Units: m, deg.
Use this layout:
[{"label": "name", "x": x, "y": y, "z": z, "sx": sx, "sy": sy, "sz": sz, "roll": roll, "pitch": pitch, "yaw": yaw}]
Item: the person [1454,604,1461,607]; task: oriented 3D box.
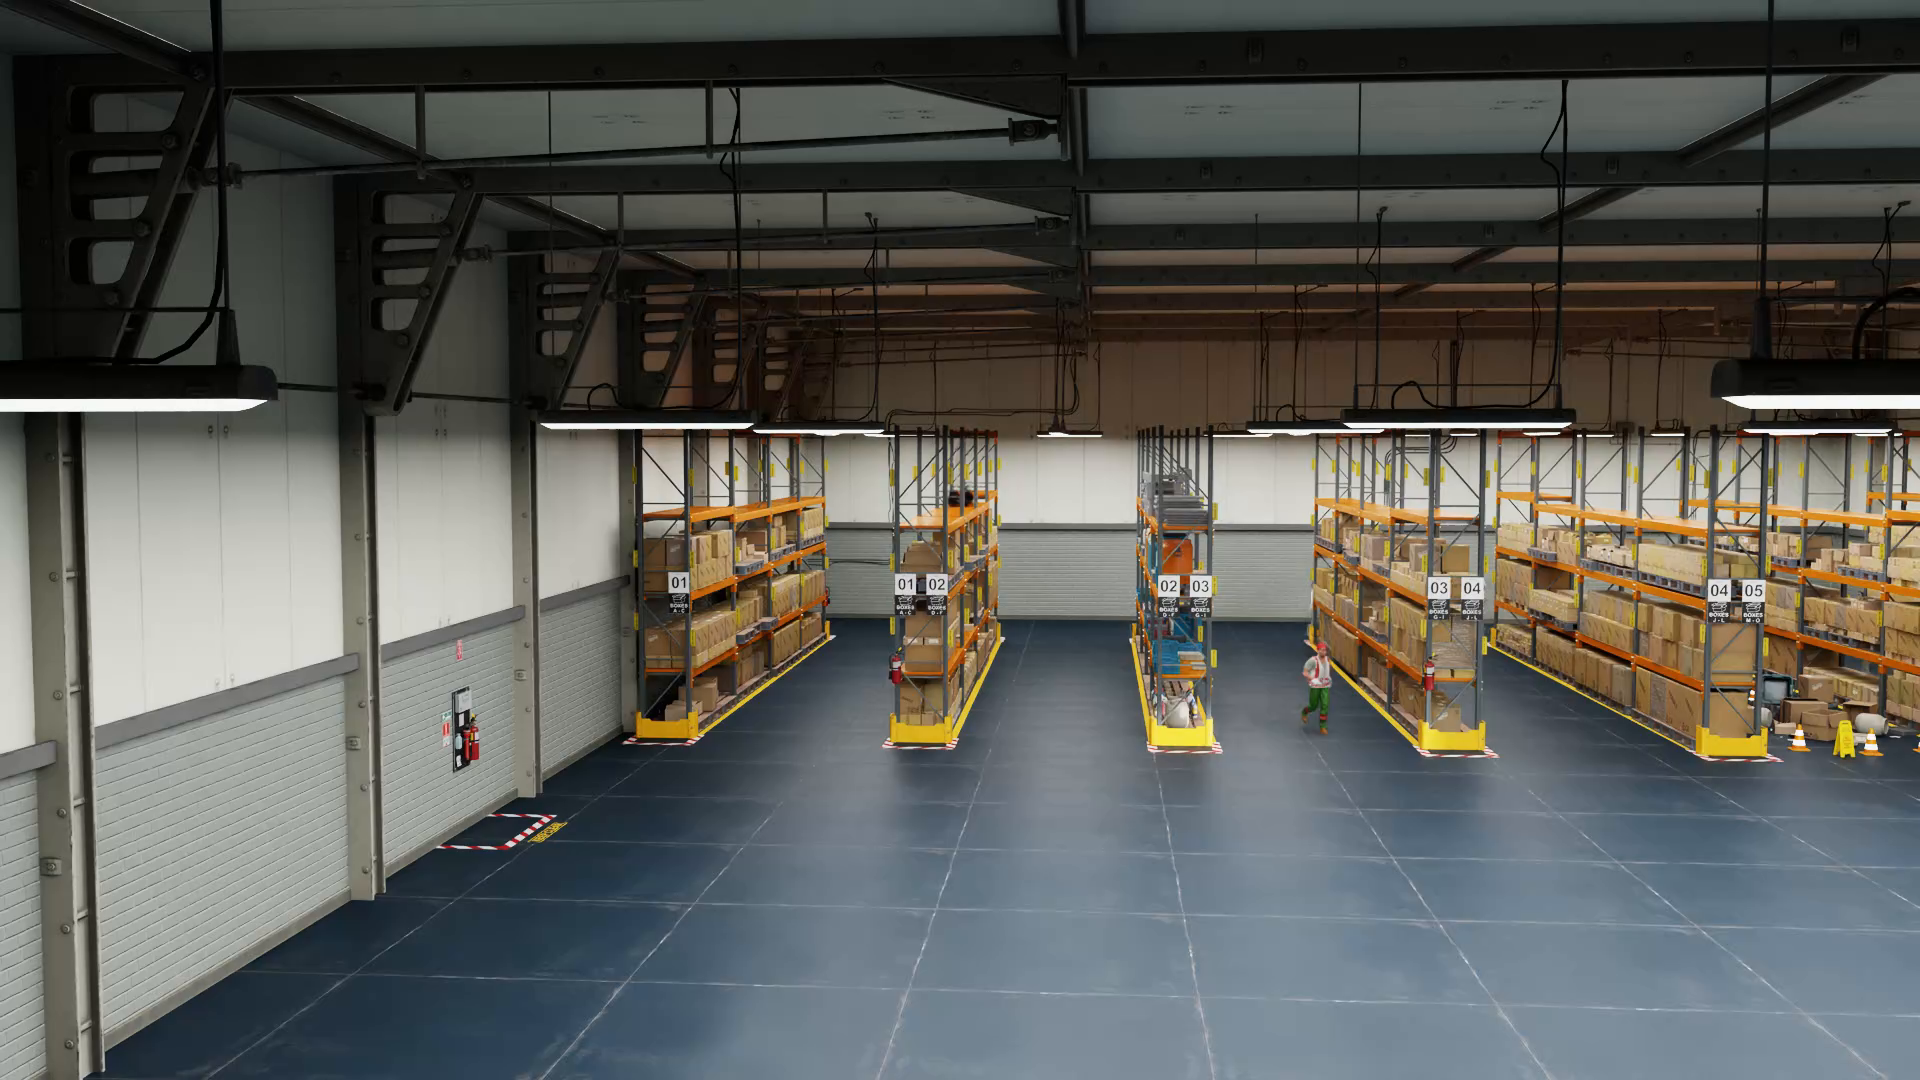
[{"label": "person", "x": 14.037, "y": 2.065, "z": 46.772, "sx": 0.744, "sy": 1.695, "sz": 0.572, "roll": 3, "pitch": 5, "yaw": 42}]

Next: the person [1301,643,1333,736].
[{"label": "person", "x": 7.009, "y": 2.884, "z": 32.574, "sx": 0.683, "sy": 1.772, "sz": 0.969, "roll": -1, "pitch": 4, "yaw": -22}]

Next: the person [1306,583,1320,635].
[{"label": "person", "x": 10.399, "y": 1.987, "z": 48.345, "sx": 0.642, "sy": 1.651, "sz": 0.605, "roll": 2, "pitch": 4, "yaw": 35}]

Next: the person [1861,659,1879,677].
[{"label": "person", "x": 21.267, "y": 2.532, "z": 38.573, "sx": 0.651, "sy": 1.837, "sz": 0.854, "roll": 1, "pitch": 3, "yaw": 9}]
